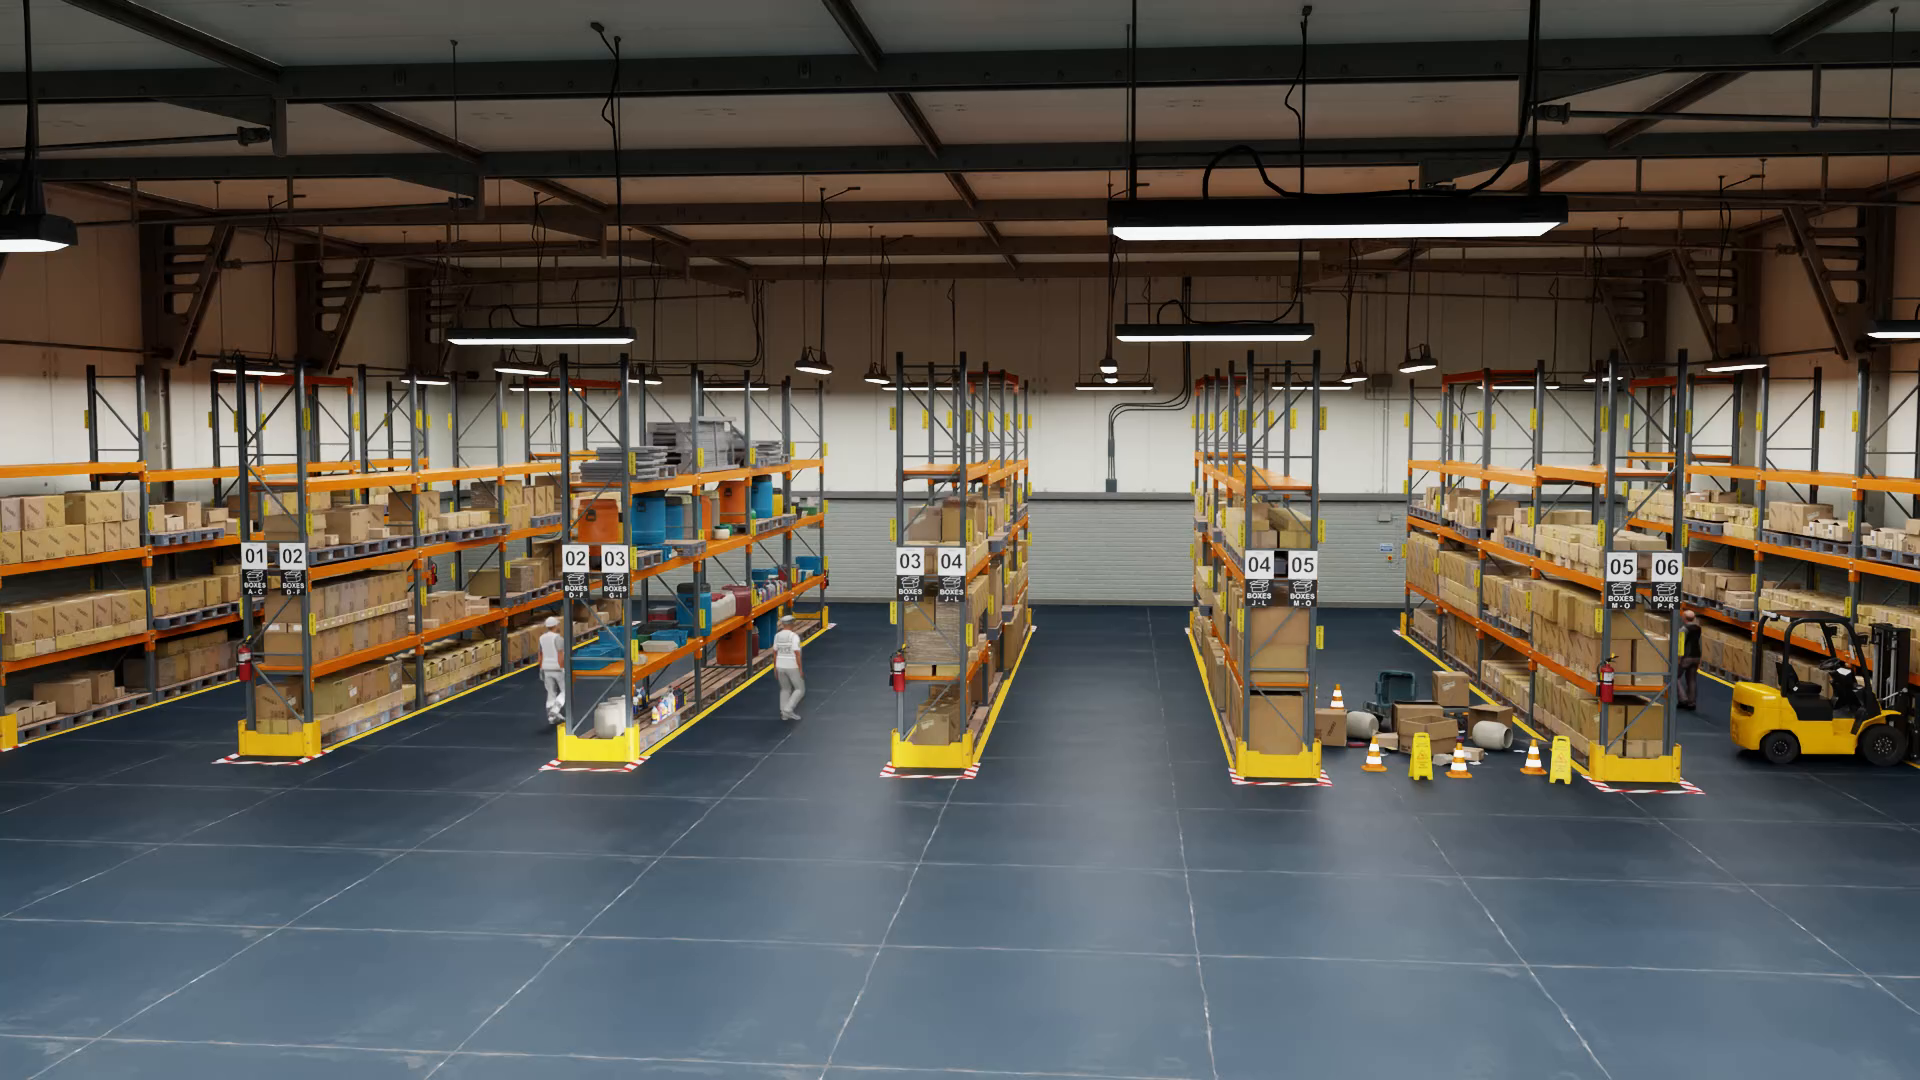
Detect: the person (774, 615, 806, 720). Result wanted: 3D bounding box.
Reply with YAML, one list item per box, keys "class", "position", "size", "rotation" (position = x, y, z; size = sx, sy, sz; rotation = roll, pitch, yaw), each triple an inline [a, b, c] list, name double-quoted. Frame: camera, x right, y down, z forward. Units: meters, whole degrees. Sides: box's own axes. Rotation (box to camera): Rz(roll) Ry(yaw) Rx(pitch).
- class: "person"
  position: [-2.889, 2.150, 27.843]
  size: [0.573, 1.756, 0.529]
  rotation: [3, 5, 33]

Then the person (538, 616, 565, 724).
- class: "person"
  position: [-6.734, 2.154, 27.442]
  size: [0.582, 1.768, 0.537]
  rotation: [1, 4, 15]

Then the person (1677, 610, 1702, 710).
- class: "person"
  position: [12.664, 2.091, 28.966]
  size: [0.569, 1.736, 0.393]
  rotation: [-2, 4, -23]
